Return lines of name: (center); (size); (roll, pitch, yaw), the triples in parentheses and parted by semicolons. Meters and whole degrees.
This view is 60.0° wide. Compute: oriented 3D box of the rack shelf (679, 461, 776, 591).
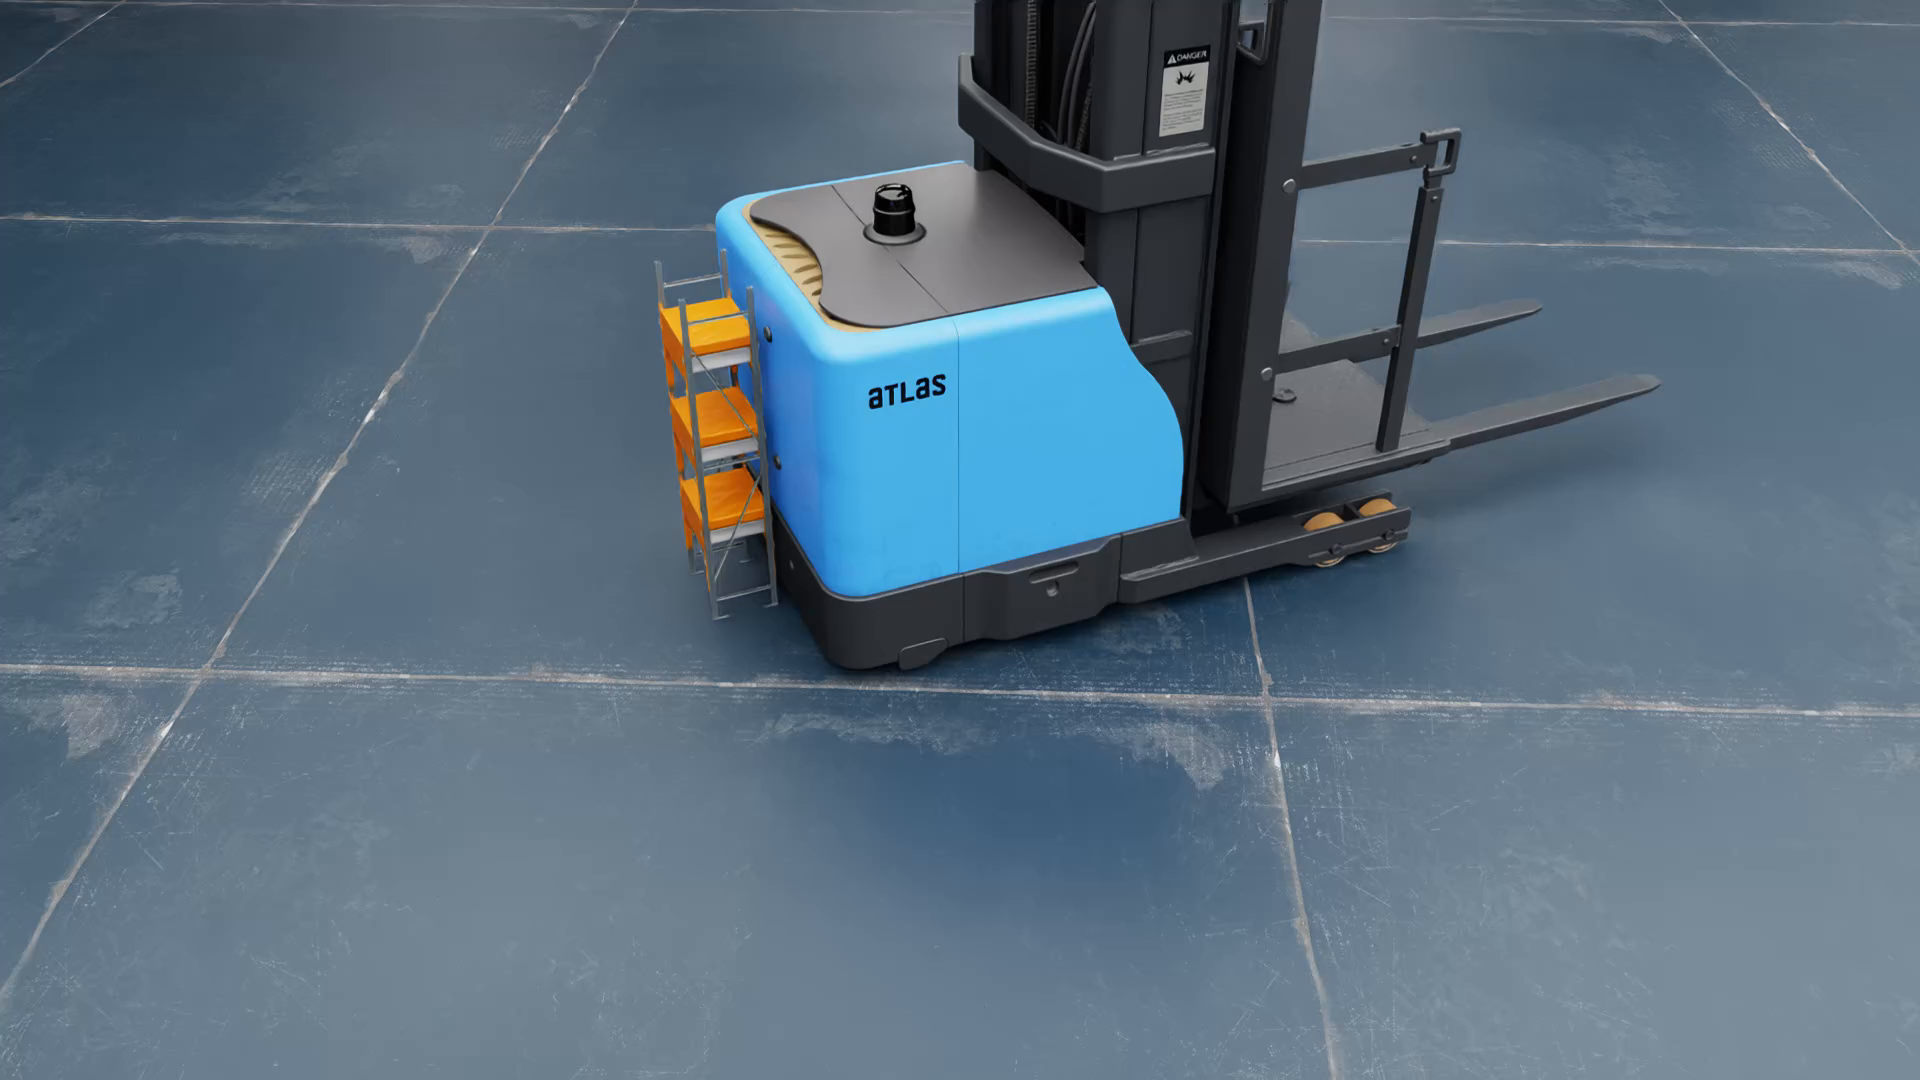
rack shelf: (-0.685, -0.043, 4.899); (0.215, 0.259, 0.240); (-14, 37, -19)

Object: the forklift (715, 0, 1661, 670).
forklift: (0.849, -1.381, 4.666); (3.031, 2.935, 1.130); (-14, 37, -19)

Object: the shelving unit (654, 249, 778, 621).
shelving unit: (-0.685, -0.279, 4.733); (0.215, 1.050, 0.252); (-14, 37, -19)

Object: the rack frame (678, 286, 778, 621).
rack frame: (-0.637, -0.214, 4.642); (0.200, 1.050, 0.008); (-14, 37, -19)

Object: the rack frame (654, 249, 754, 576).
rack frame: (-0.733, -0.343, 4.825); (0.200, 1.050, 0.008); (-14, 37, -19)

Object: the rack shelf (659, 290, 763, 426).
rack shelf: (-0.685, -0.502, 4.576); (0.215, 0.259, 0.240); (-14, 37, -19)

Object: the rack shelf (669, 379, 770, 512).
rack shelf: (-0.685, -0.270, 4.740); (0.215, 0.259, 0.240); (-14, 37, -19)
